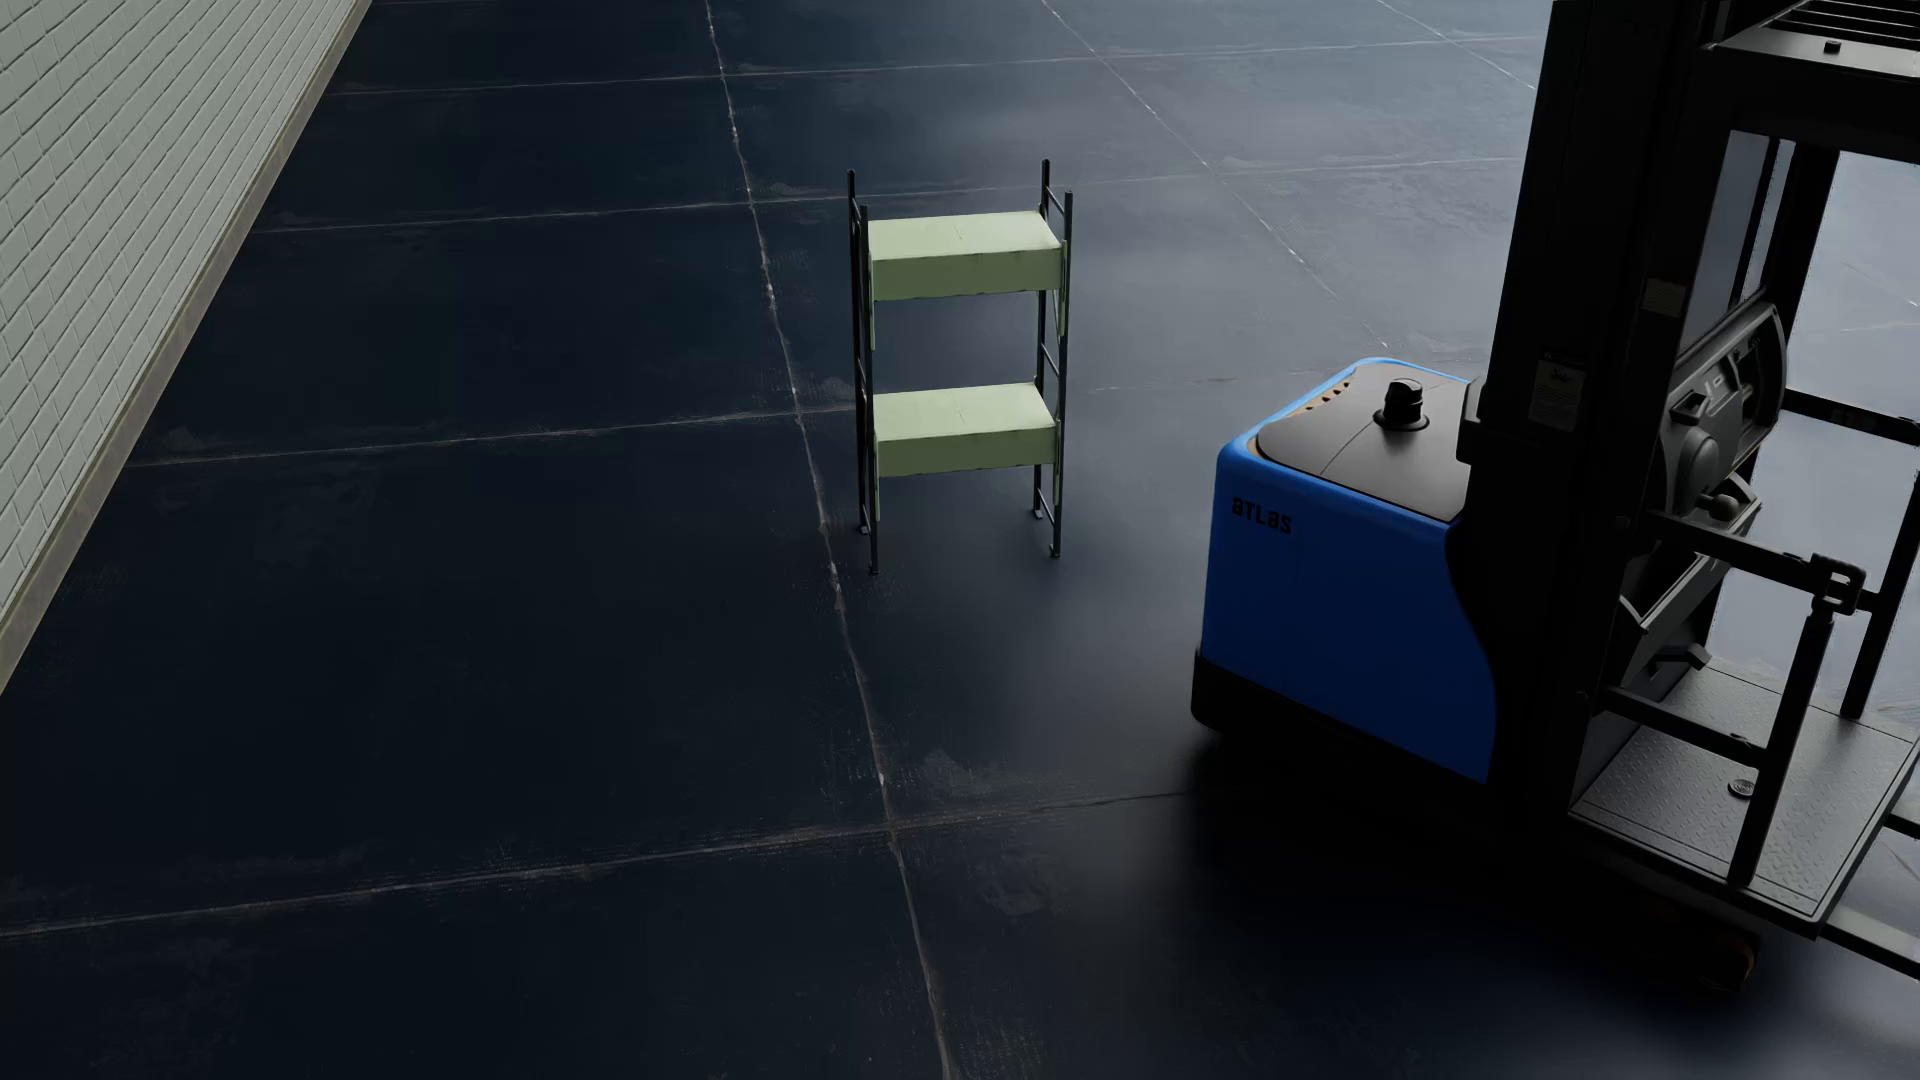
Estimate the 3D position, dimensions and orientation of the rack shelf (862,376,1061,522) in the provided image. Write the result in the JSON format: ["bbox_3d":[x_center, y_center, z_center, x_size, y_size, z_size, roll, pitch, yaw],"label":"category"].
[{"bbox_3d":[-0.007,-0.365,6.534,0.720,0.370,0.431,-5,31,-9],"label":"rack shelf"}]

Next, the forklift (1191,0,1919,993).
[{"bbox_3d":[2.226,-0.317,4.397,3.031,2.935,1.130,24,38,34],"label":"forklift"}]

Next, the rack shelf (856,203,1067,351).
[{"bbox_3d":[-0.007,-0.982,6.171,0.720,0.370,0.431,-5,31,-9],"label":"rack shelf"}]

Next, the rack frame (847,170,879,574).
[{"bbox_3d":[-0.367,-0.612,6.312,0.023,1.500,0.400,-5,31,-9],"label":"rack frame"}]

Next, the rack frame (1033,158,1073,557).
[{"bbox_3d":[0.353,-0.679,6.426,0.023,1.500,0.400,-5,31,-9],"label":"rack frame"}]

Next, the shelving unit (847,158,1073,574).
[{"bbox_3d":[-0.007,-0.646,6.369,0.755,1.500,0.431,-5,31,-9],"label":"shelving unit"}]
